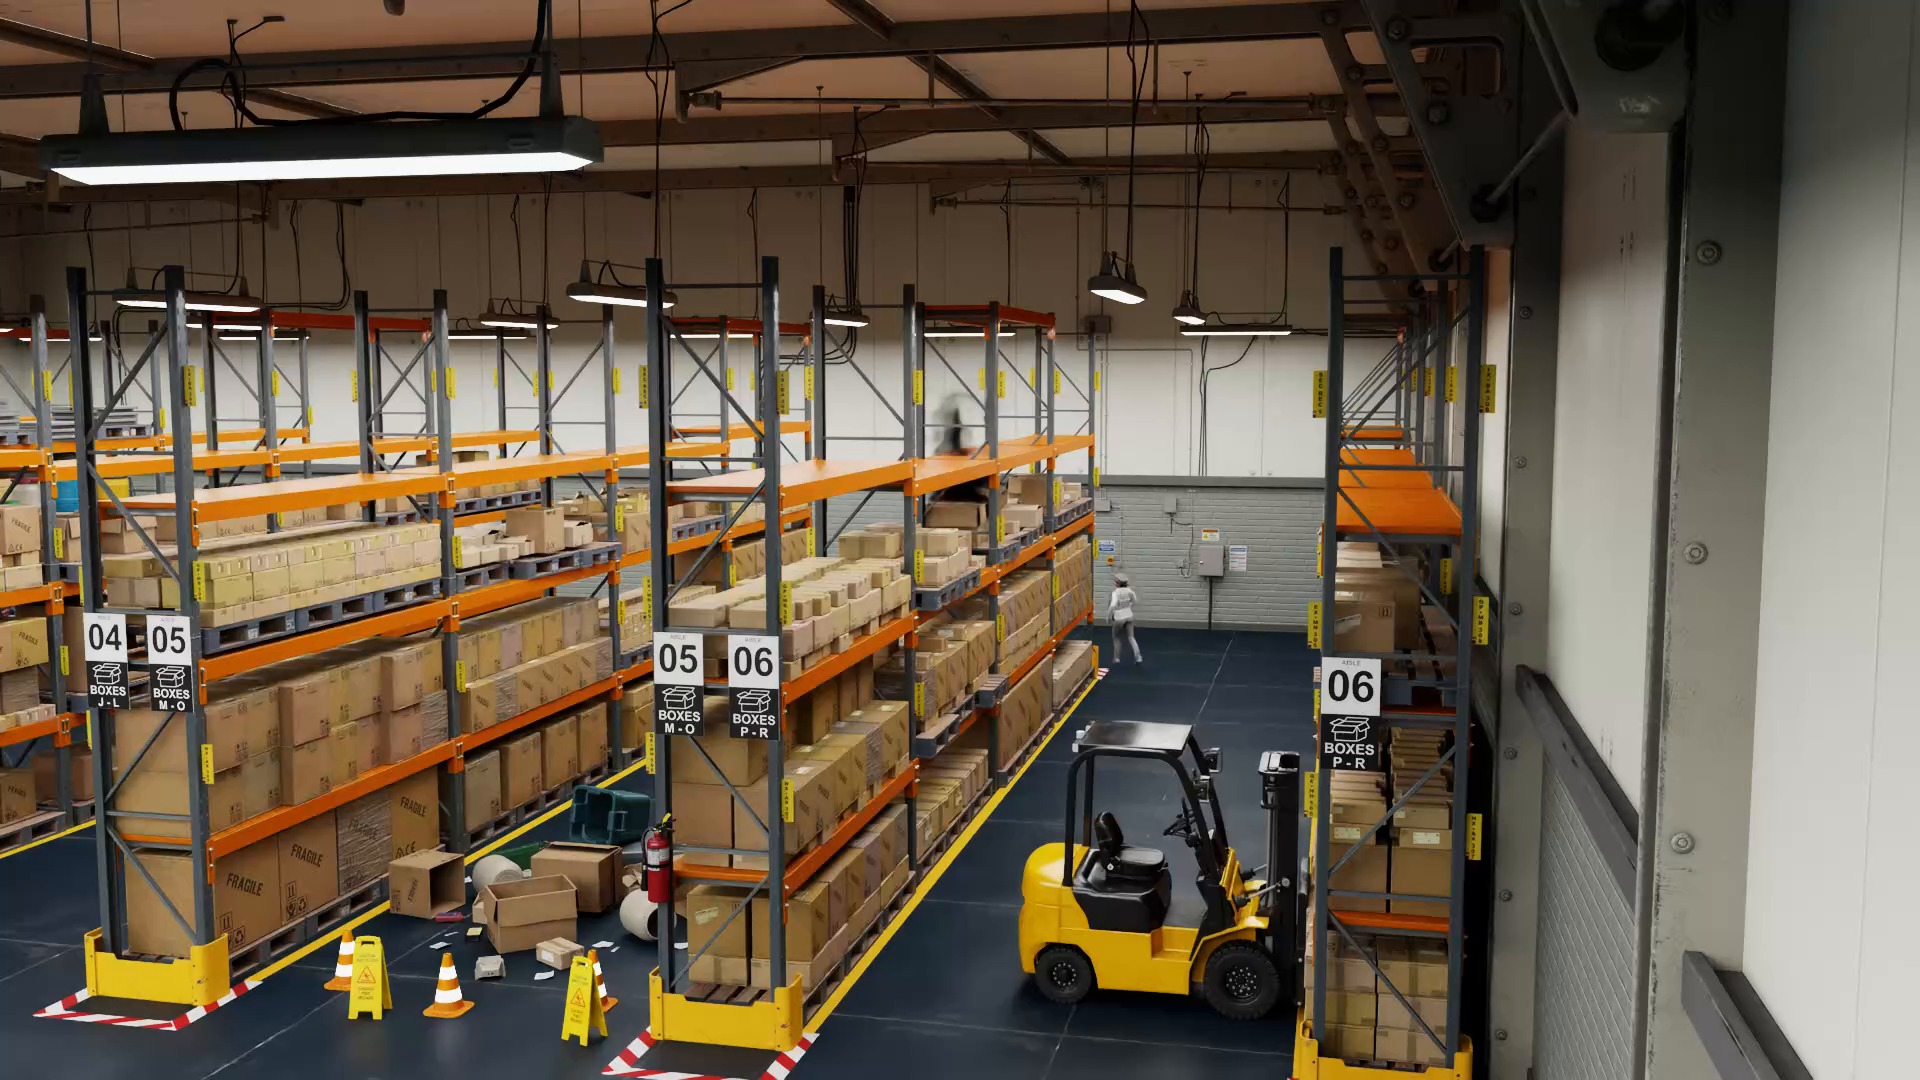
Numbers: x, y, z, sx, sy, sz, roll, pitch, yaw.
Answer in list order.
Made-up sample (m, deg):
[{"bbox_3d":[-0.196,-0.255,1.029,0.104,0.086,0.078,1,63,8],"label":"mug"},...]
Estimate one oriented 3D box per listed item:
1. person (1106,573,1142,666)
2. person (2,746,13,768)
[{"bbox_3d":[2.780,1.384,29.023,0.655,1.657,0.902,-2,6,-20],"label":"person"},{"bbox_3d":[-11.758,2.250,20.260,0.640,1.840,0.726,1,6,11],"label":"person"}]
